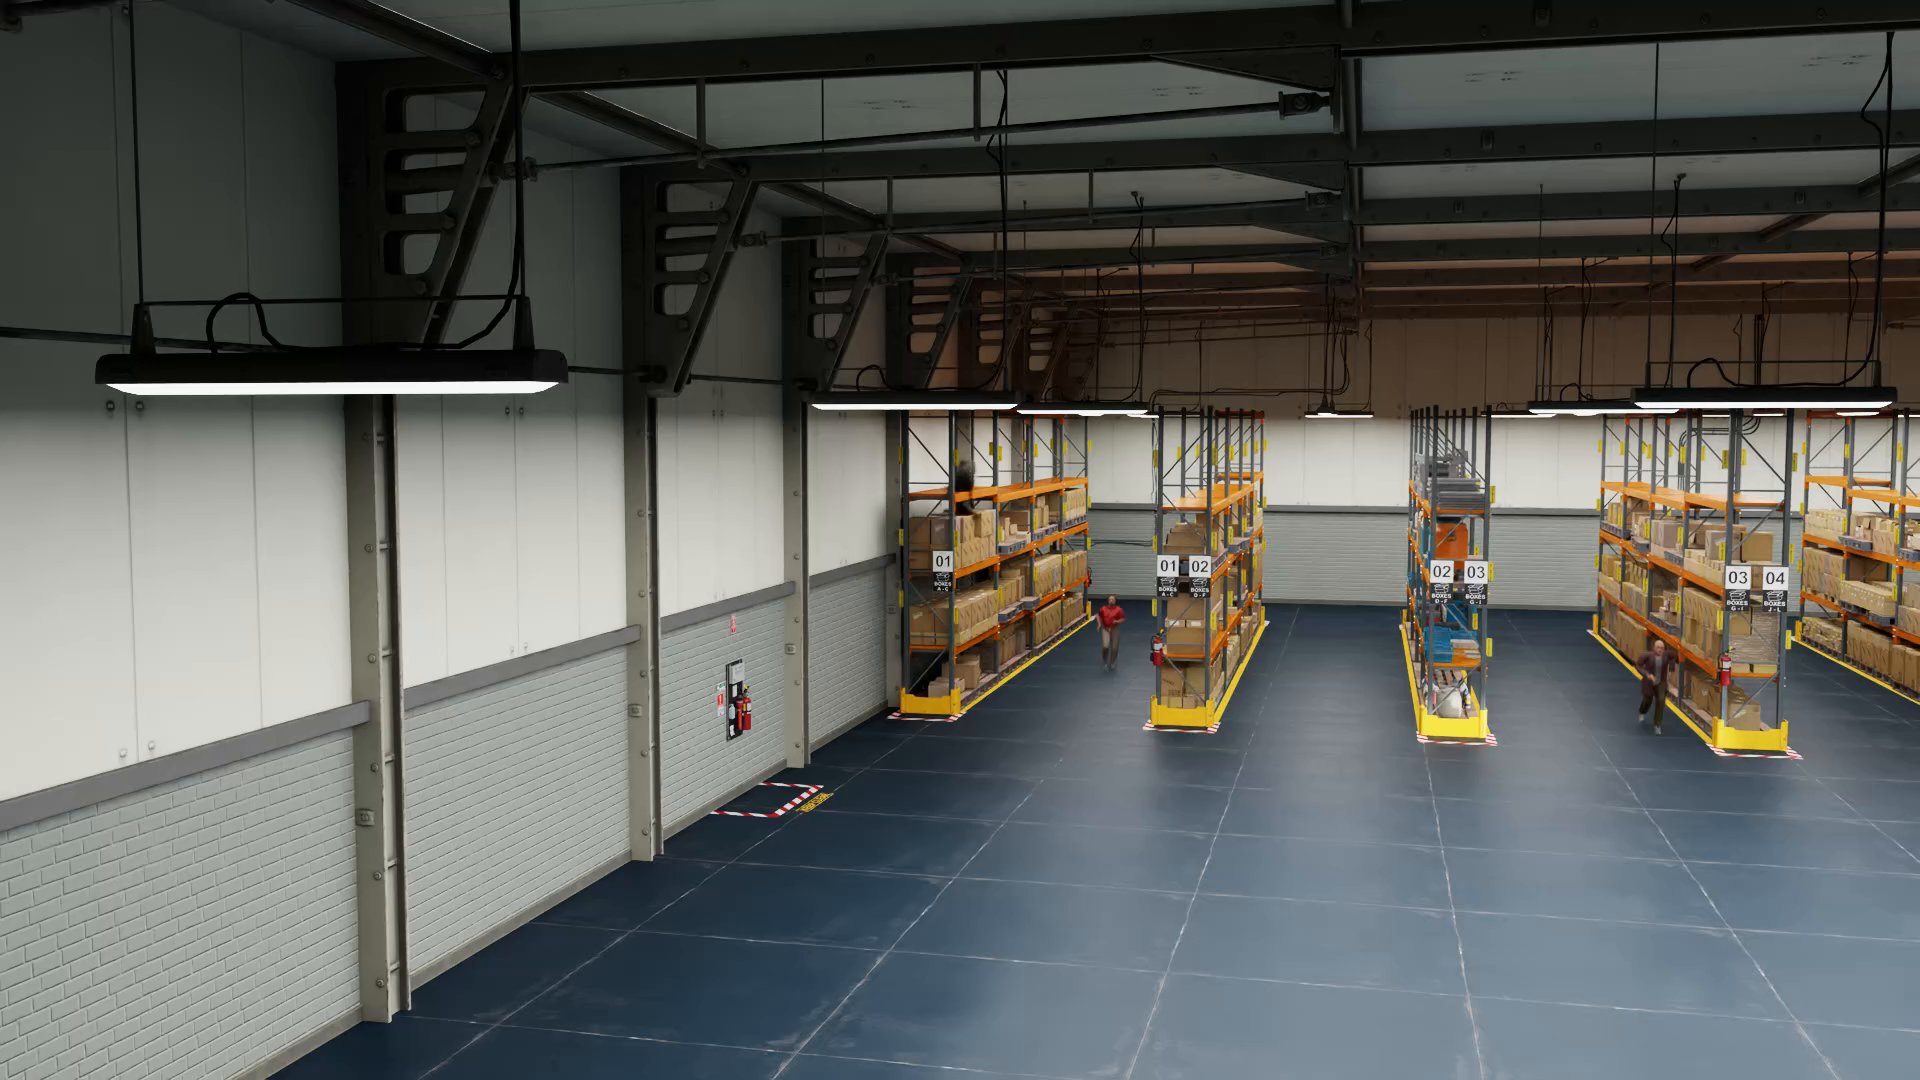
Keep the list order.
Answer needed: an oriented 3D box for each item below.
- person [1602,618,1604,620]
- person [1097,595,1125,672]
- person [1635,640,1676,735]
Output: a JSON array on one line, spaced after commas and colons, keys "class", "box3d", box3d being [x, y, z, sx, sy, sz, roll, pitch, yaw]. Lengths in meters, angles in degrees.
[{"class": "person", "box3d": [18.043, 1.575, 45.876, 0.690, 1.716, 0.521, -3, 5, -36]}, {"class": "person", "box3d": [3.449, 2.149, 38.024, 0.634, 1.765, 0.736, 0, 4, 4]}, {"class": "person", "box3d": [12.852, 2.682, 30.855, 0.757, 1.744, 1.093, 0, 4, 2]}]
